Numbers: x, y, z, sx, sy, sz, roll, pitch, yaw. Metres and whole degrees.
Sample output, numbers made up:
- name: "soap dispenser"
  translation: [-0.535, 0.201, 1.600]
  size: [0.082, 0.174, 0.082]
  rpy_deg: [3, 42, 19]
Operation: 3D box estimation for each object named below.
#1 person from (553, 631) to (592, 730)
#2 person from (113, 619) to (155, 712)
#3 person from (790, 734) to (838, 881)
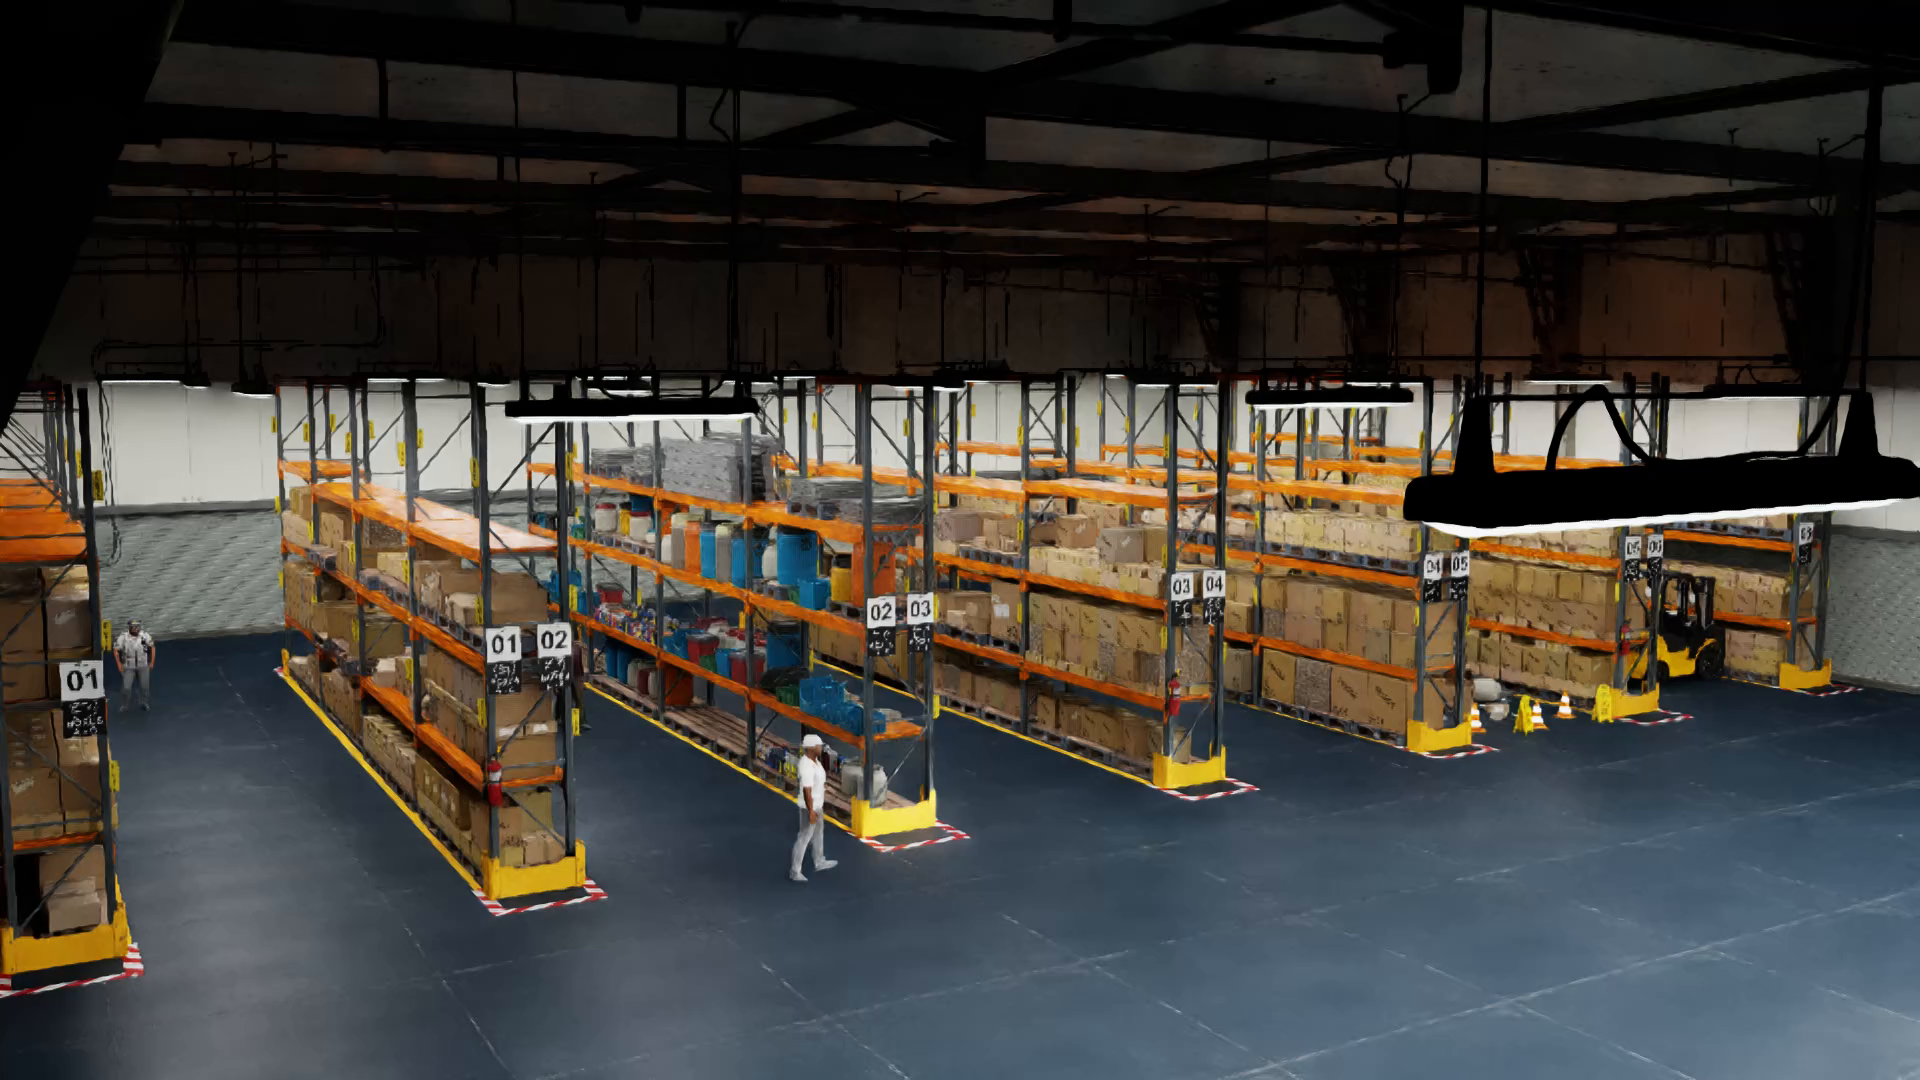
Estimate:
- name: "person"
  translation: [-6.674, 2.368, 28.334]
  size: [0.585, 1.693, 1.172]
  rpy_deg: [-3, 7, -28]
- name: "person"
  translation: [-14.776, 2.228, 29.782]
  size: [0.682, 1.715, 0.536]
  rpy_deg: [-4, 7, -32]
- name: "person"
  translation: [-1.799, 3.224, 20.311]
  size: [0.532, 1.758, 0.718]
  rpy_deg: [0, 6, 3]
